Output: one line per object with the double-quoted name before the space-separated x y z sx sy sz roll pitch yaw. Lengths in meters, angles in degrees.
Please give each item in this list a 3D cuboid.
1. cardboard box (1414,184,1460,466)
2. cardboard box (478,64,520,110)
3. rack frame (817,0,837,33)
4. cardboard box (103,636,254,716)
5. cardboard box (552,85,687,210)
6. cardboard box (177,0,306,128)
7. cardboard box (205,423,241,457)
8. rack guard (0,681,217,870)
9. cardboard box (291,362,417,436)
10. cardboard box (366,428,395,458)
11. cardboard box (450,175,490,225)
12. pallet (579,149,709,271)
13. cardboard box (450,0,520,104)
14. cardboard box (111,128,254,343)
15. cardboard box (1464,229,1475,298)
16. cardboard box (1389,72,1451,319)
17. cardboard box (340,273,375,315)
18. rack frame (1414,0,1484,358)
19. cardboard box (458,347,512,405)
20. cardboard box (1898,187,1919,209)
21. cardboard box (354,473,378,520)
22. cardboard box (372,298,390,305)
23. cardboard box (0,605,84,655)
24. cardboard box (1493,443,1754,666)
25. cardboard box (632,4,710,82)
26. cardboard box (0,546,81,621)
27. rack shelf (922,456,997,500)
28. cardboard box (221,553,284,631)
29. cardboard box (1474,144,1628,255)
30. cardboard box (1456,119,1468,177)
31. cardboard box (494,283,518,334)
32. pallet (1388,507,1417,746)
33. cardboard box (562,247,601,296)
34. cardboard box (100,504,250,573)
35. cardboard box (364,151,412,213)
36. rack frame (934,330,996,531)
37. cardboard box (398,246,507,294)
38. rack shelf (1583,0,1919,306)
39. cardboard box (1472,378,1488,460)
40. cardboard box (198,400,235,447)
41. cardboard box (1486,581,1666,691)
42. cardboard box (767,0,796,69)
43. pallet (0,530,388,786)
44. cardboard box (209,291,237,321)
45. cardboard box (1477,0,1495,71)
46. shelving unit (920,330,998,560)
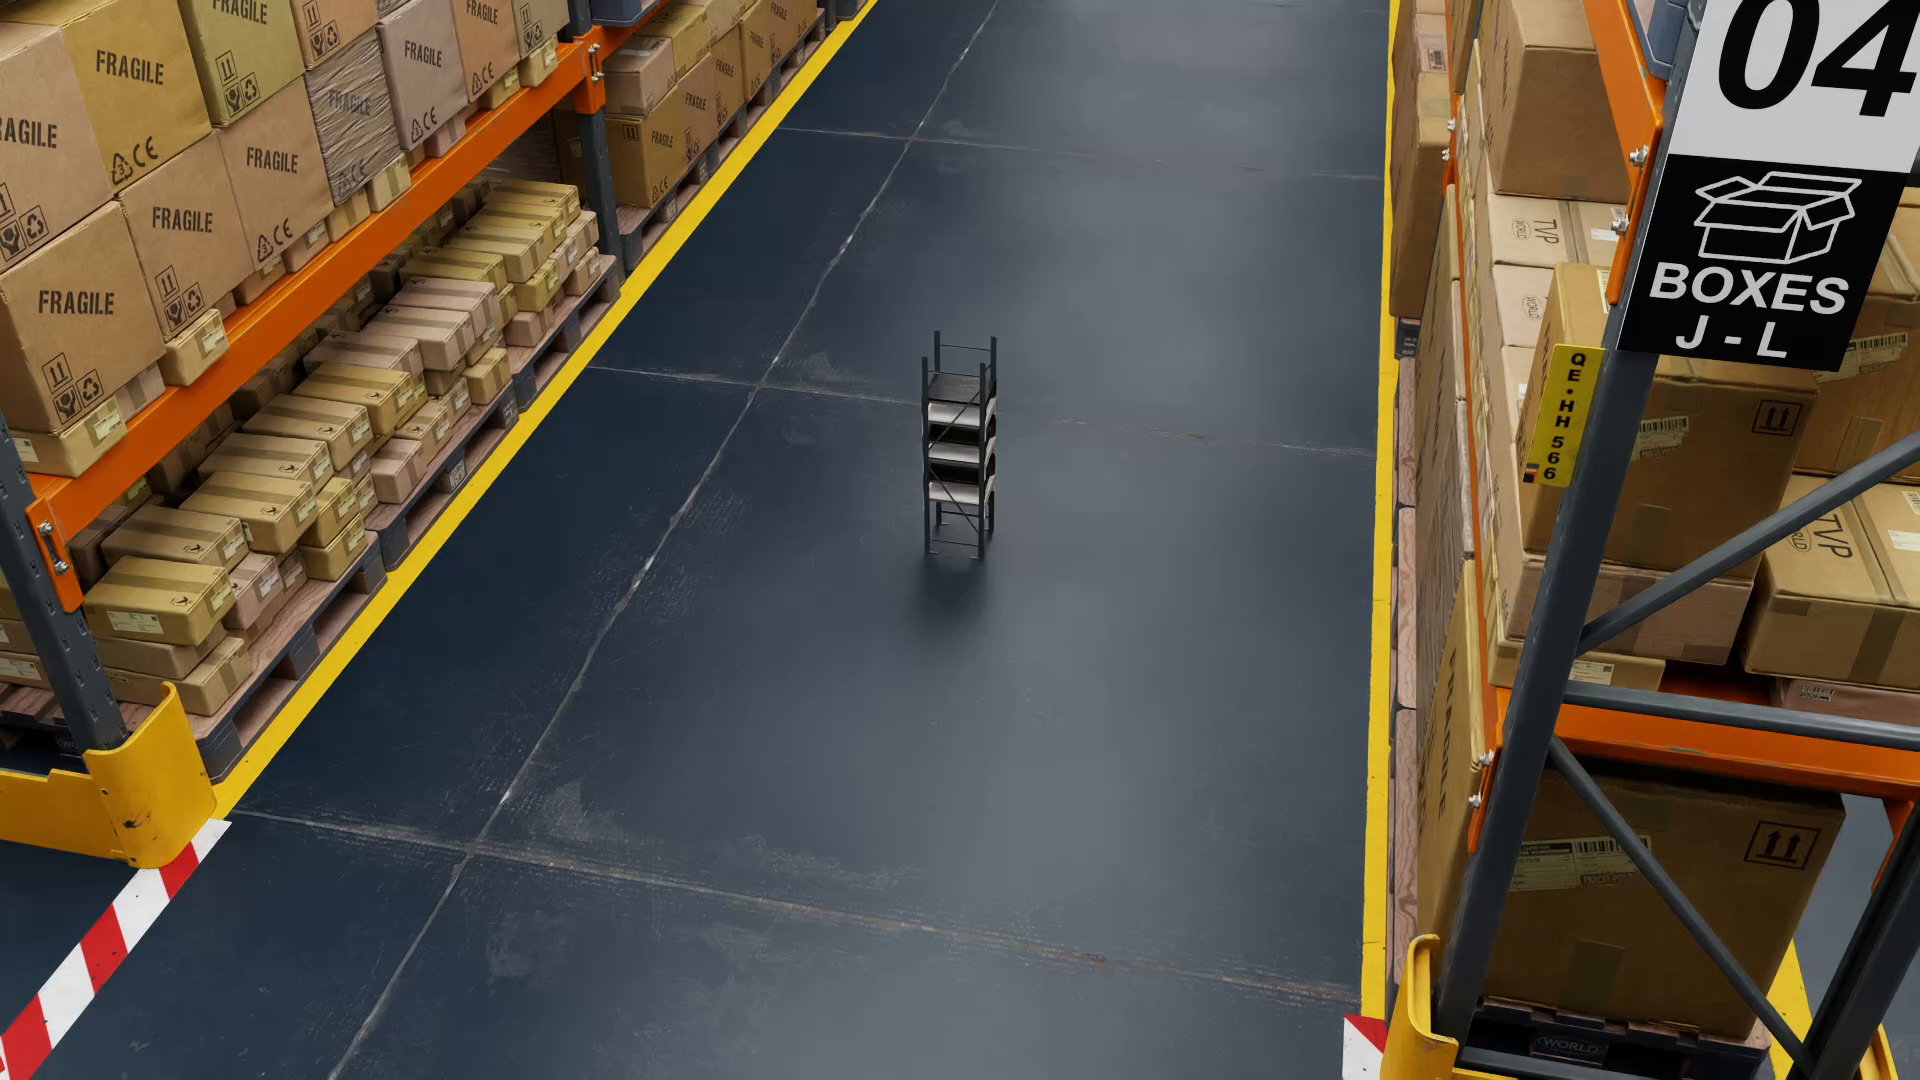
"cardboard box" 2.377 -0.840 6.805 0.875 0.875 0.875 7 37 10
"cardboard box" -2.124 -1.976 7.135 0.380 0.149 0.250 9 37 12
"rack frame" -1.373 -4.871 10.915 1.000 3.000 0.127 7 37 10
"cardboard box" -2.657 0.439 5.660 0.380 0.149 0.250 8 37 11
"cardboard box" -1.811 -2.126 8.900 0.500 0.500 0.500 9 37 12
"cardboard box" -2.492 -1.660 5.294 0.500 0.500 0.500 7 36 9
"cardboard box" -3.041 -0.356 6.503 0.380 0.149 0.250 8 37 11
"rack guard" -3.066 0.684 5.381 1.175 0.500 0.348 7 37 10
"cardboard box" -2.376 -0.556 6.526 0.380 0.149 0.250 8 37 11
"cardboard box" -2.498 -0.449 6.631 0.380 0.149 0.250 9 37 12
"cardboard box" -2.504 -1.663 8.053 0.380 0.149 0.250 9 37 12
"pallet" -2.063 -1.896 9.186 1.003 0.211 1.213 7 37 10
"cardboard box" -2.167 -2.129 6.792 0.500 0.500 0.500 6 36 9
"cardboard box" -2.627 -0.979 5.206 0.500 0.500 0.500 7 37 10
"cardboard box" 1.932 -0.926 5.685 0.380 0.149 0.250 8 37 11
"cardboard box" 2.713 -1.578 7.823 1.225 0.875 0.875 7 37 10
"cardboard box" -2.794 -1.073 7.240 0.380 0.149 0.250 8 37 11
"rack frame" 2.596 -1.898 6.813 1.000 3.000 0.127 7 37 10
"cardboard box" -2.200 -0.733 7.277 0.380 0.149 0.250 7 37 10
"cardboard box" 2.320 -0.794 4.525 0.500 0.500 0.500 6 36 9
"cardboard box" -2.512 -0.155 6.480 0.380 0.149 0.250 7 37 10
"cardboard box" -2.661 -1.092 7.518 0.380 0.149 0.250 6 36 8
"cardboard box" -3.248 0.241 5.680 0.380 0.149 0.250 6 36 9
"cardboard box" 1.586 0.024 4.035 0.500 0.250 0.500 7 36 9
"cardboard box" -1.700 -2.736 9.102 0.500 0.250 0.500 8 37 11
"cardboard box" -3.217 0.123 5.588 0.380 0.149 0.250 8 37 11
"rack shelf" -0.002 -0.260 6.552 0.258 0.077 0.200 7 37 10
"cardboard box" -2.606 0.161 5.790 0.380 0.149 0.250 7 37 10
"cardboard box" 2.024 -1.139 5.640 0.500 0.250 0.500 8 37 11
"cardboard box" 2.152 -1.518 6.503 0.380 0.149 0.250 6 36 8
"cardboard box" -2.219 -1.050 7.461 0.380 0.149 0.250 8 37 10
"pallet" 2.099 0.358 6.076 1.003 0.211 1.213 7 37 10
"cardboard box" -1.979 -1.326 8.095 0.380 0.149 0.250 8 37 11
"cardboard box" -2.697 0.028 5.720 0.380 0.149 0.250 8 37 11
"cardboard box" -2.324 -1.378 6.309 0.380 0.149 0.250 8 37 11
"rack frame" 0.020 -0.418 6.560 0.240 0.900 0.006 7 37 10
"cardboard box" -2.243 -1.164 7.365 0.380 0.149 0.250 8 37 11
"rack shelf" 2.169 -1.675 4.562 1.077 0.370 4.000 7 37 10
"cardboard box" 1.713 -0.335 4.870 0.380 0.149 0.250 7 36 9
"cardboard box" -3.055 -0.480 6.420 0.380 0.149 0.250 9 37 12
"cardboard box" 1.496 0.251 4.062 0.380 0.149 0.250 8 37 11
"cardboard box" -1.373 -3.322 10.550 0.500 0.500 0.500 9 37 12
"pallet" -2.858 0.339 6.102 1.003 0.211 1.213 7 37 10
"cardboard box" -2.647 -0.792 5.501 0.380 0.149 0.250 9 37 12
"cardboard box" 2.244 -2.019 6.215 0.500 0.500 0.500 7 37 10
"shelving unit" -0.002 -0.360 6.479 0.258 0.900 0.210 7 37 10
